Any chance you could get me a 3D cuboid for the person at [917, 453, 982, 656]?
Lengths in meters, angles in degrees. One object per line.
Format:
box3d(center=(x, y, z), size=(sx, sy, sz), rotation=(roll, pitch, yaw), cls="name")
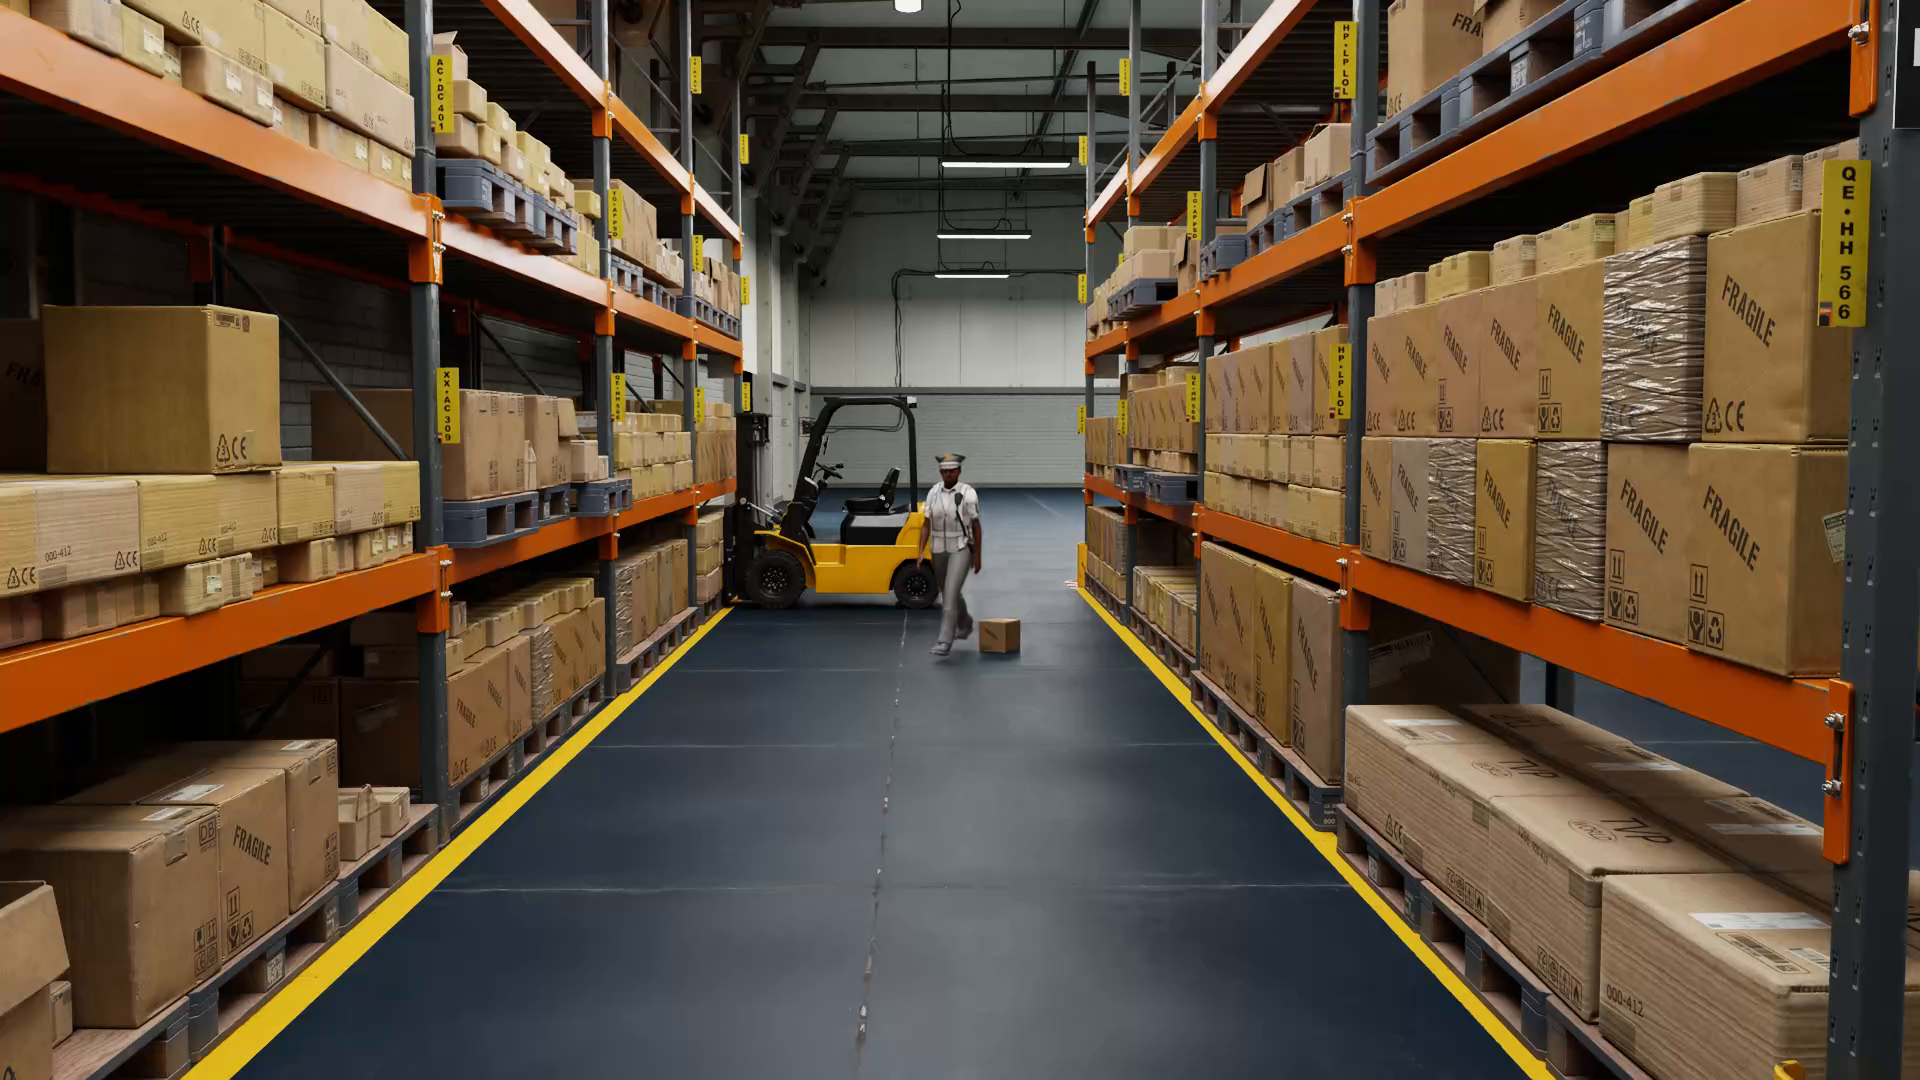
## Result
box3d(center=(-0.065, 0.094, 13.530), size=(0.454, 1.604, 1.068), rotation=(2, 4, 26), cls="person")
